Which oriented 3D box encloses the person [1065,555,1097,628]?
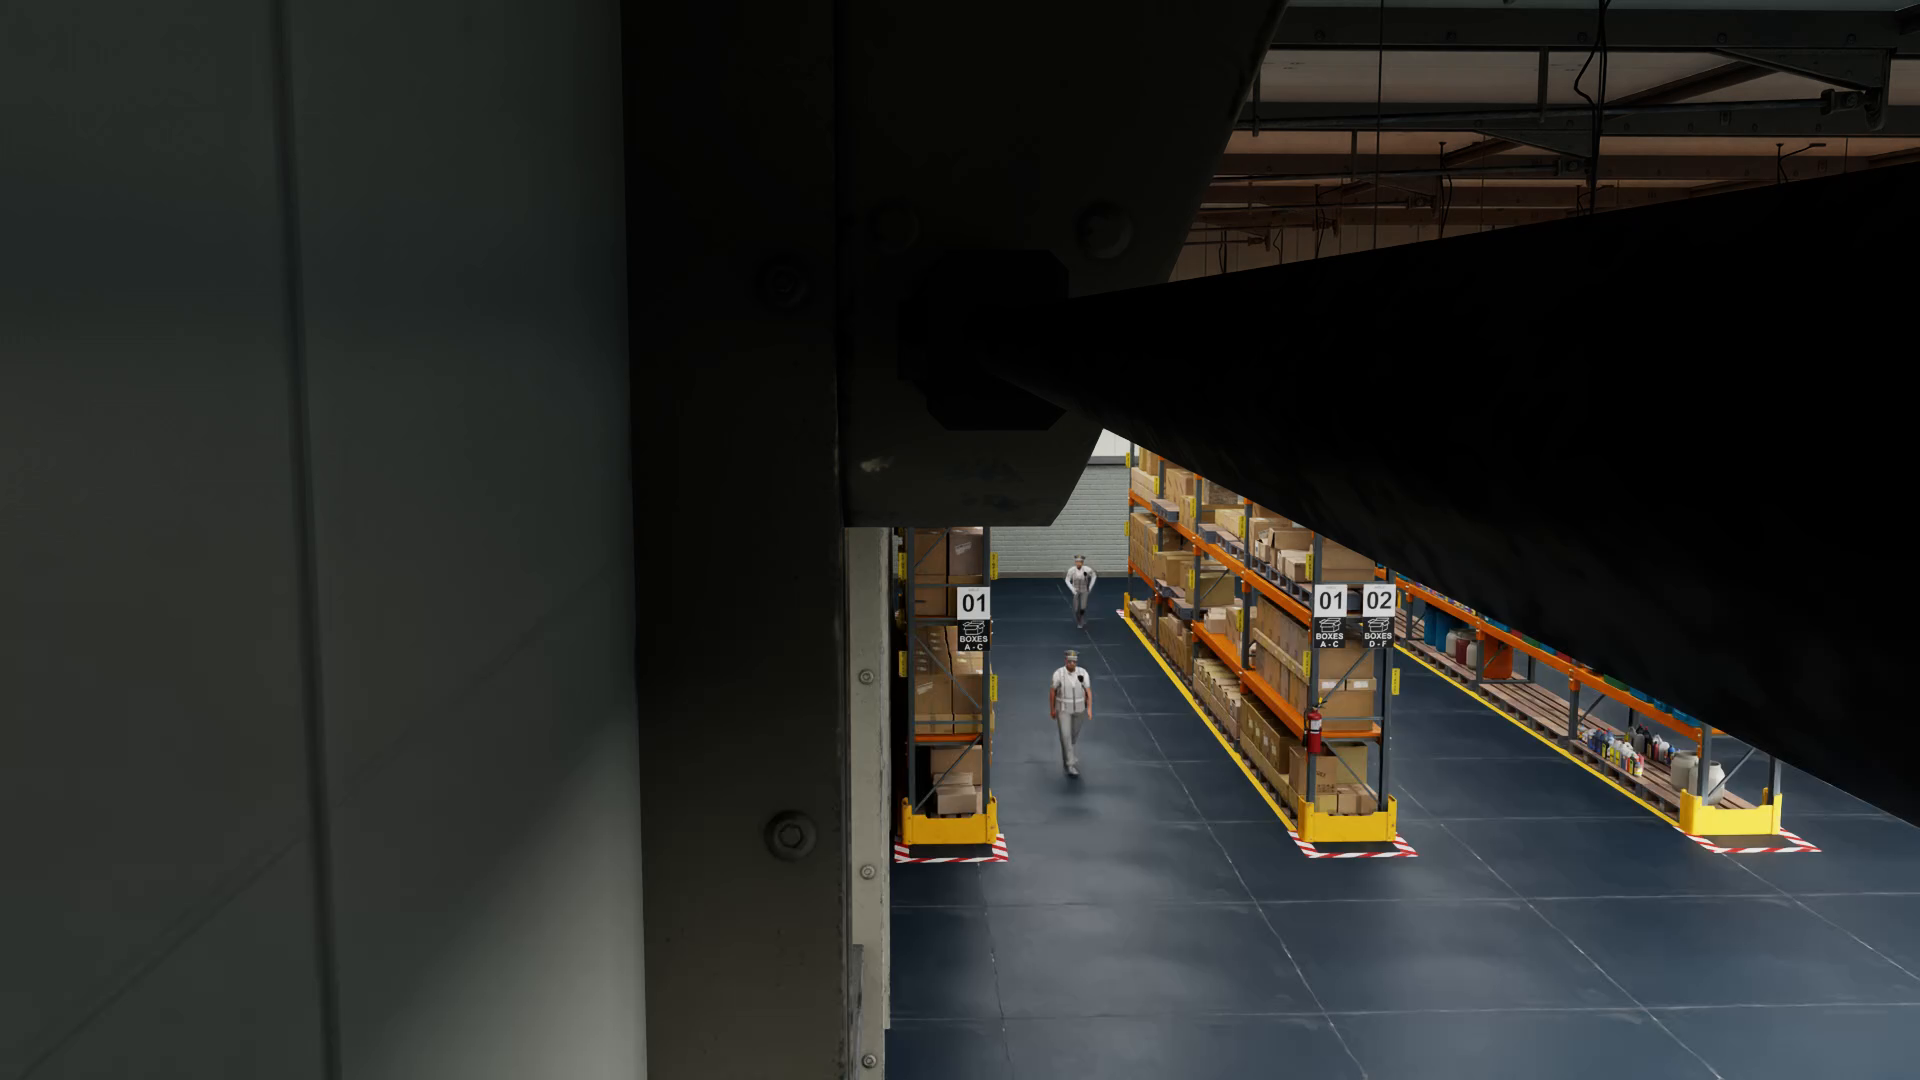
[{"bbox_3d":[2.539,1.077,34.895,0.644,1.602,0.696,1,7,9],"label":"person"}]

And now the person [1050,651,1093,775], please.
[{"bbox_3d":[1.611,2.420,23.778,0.553,1.701,1.015,-2,8,-13],"label":"person"}]
